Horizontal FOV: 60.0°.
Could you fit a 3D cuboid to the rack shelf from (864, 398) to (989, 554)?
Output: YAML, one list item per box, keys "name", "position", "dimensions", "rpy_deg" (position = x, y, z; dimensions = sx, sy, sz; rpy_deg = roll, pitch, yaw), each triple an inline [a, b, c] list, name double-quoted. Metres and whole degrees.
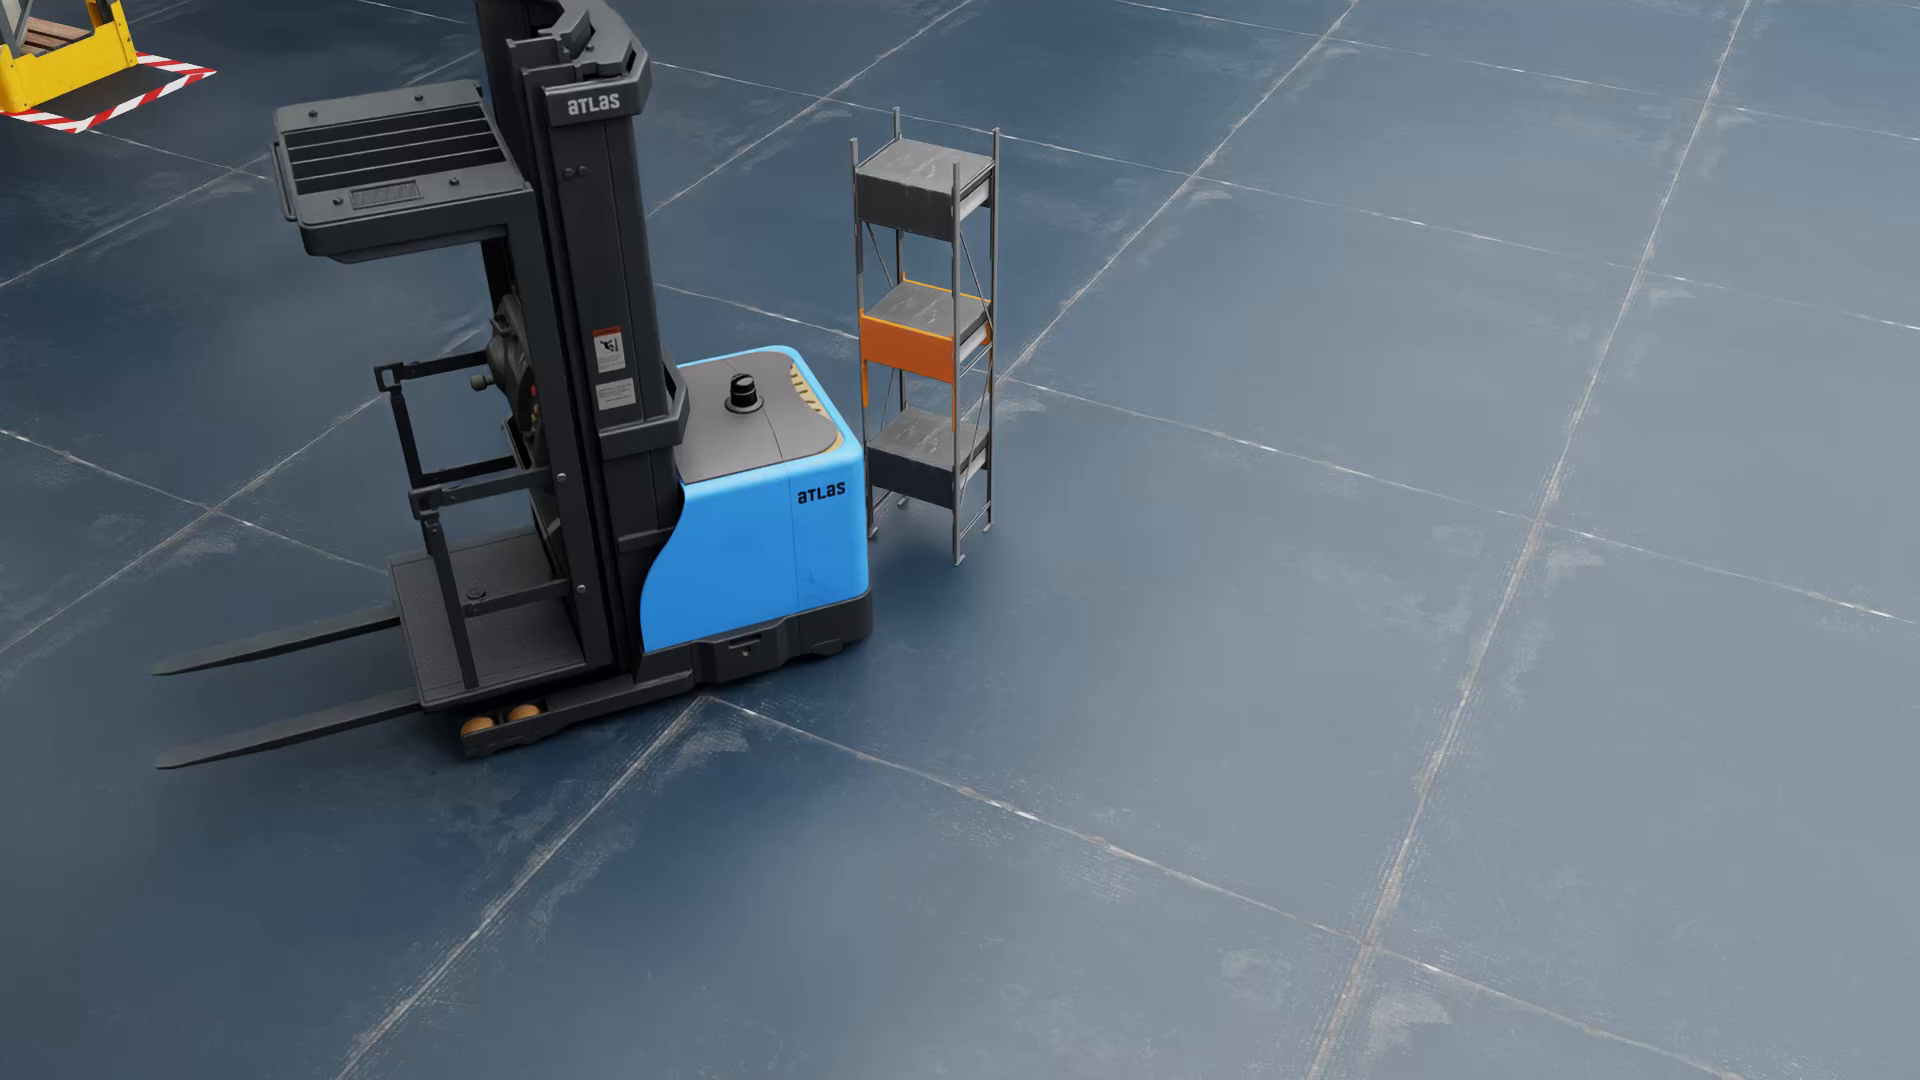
- name: "rack shelf"
  position: [-0.147, -0.314, 8.107]
  dimensions: [0.480, 0.518, 0.431]
  rpy_deg: [17, 41, 21]

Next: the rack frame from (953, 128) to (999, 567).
- name: "rack frame"
  position: [0.070, -0.815, 7.586]
  dimensions: [0.015, 2.100, 0.400]
  rpy_deg: [17, 41, 21]

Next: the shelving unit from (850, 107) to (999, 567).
- name: "shelving unit"
  position: [-0.147, -0.882, 7.676]
  dimensions: [0.503, 2.100, 0.431]
  rpy_deg: [17, 41, 21]

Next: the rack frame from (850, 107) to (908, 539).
- name: "rack frame"
  position: [-0.364, -0.950, 7.765]
  dimensions: [0.015, 2.100, 0.400]
  rpy_deg: [17, 41, 21]

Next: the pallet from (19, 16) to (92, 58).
- name: "pallet"
  position: [-7.668, -3.861, 13.162]
  dimensions: [1.213, 0.211, 1.003]
  rpy_deg: [17, 41, 21]

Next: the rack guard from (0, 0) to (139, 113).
- name: "rack guard"
  position: [-6.950, -3.747, 12.773]
  dimensions: [0.348, 0.500, 1.175]
  rpy_deg: [17, 41, 21]

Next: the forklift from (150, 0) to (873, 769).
- name: "forklift"
  position: [-1.962, -0.616, 6.637]
  dimensions: [3.031, 2.935, 1.130]
  rpy_deg: [-14, 40, -18]

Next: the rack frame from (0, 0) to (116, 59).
- name: "rack frame"
  position: [-6.860, -4.747, 12.023]
  dimensions: [0.127, 3.000, 1.000]
  rpy_deg: [17, 41, 21]

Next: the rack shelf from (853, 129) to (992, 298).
- name: "rack shelf"
  position: [-0.147, -1.429, 7.261]
  dimensions: [0.480, 0.518, 0.431]
  rpy_deg: [17, 41, 21]

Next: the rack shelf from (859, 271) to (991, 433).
- name: "rack shelf"
  position: [-0.147, -0.872, 7.684]
  dimensions: [0.480, 0.518, 0.431]
  rpy_deg: [17, 41, 21]

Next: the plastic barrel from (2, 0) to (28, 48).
- name: "plastic barrel"
  position: [-7.480, -4.065, 12.835]
  dimensions: [0.421, 0.512, 0.421]
  rpy_deg: [0, 37, 0]
